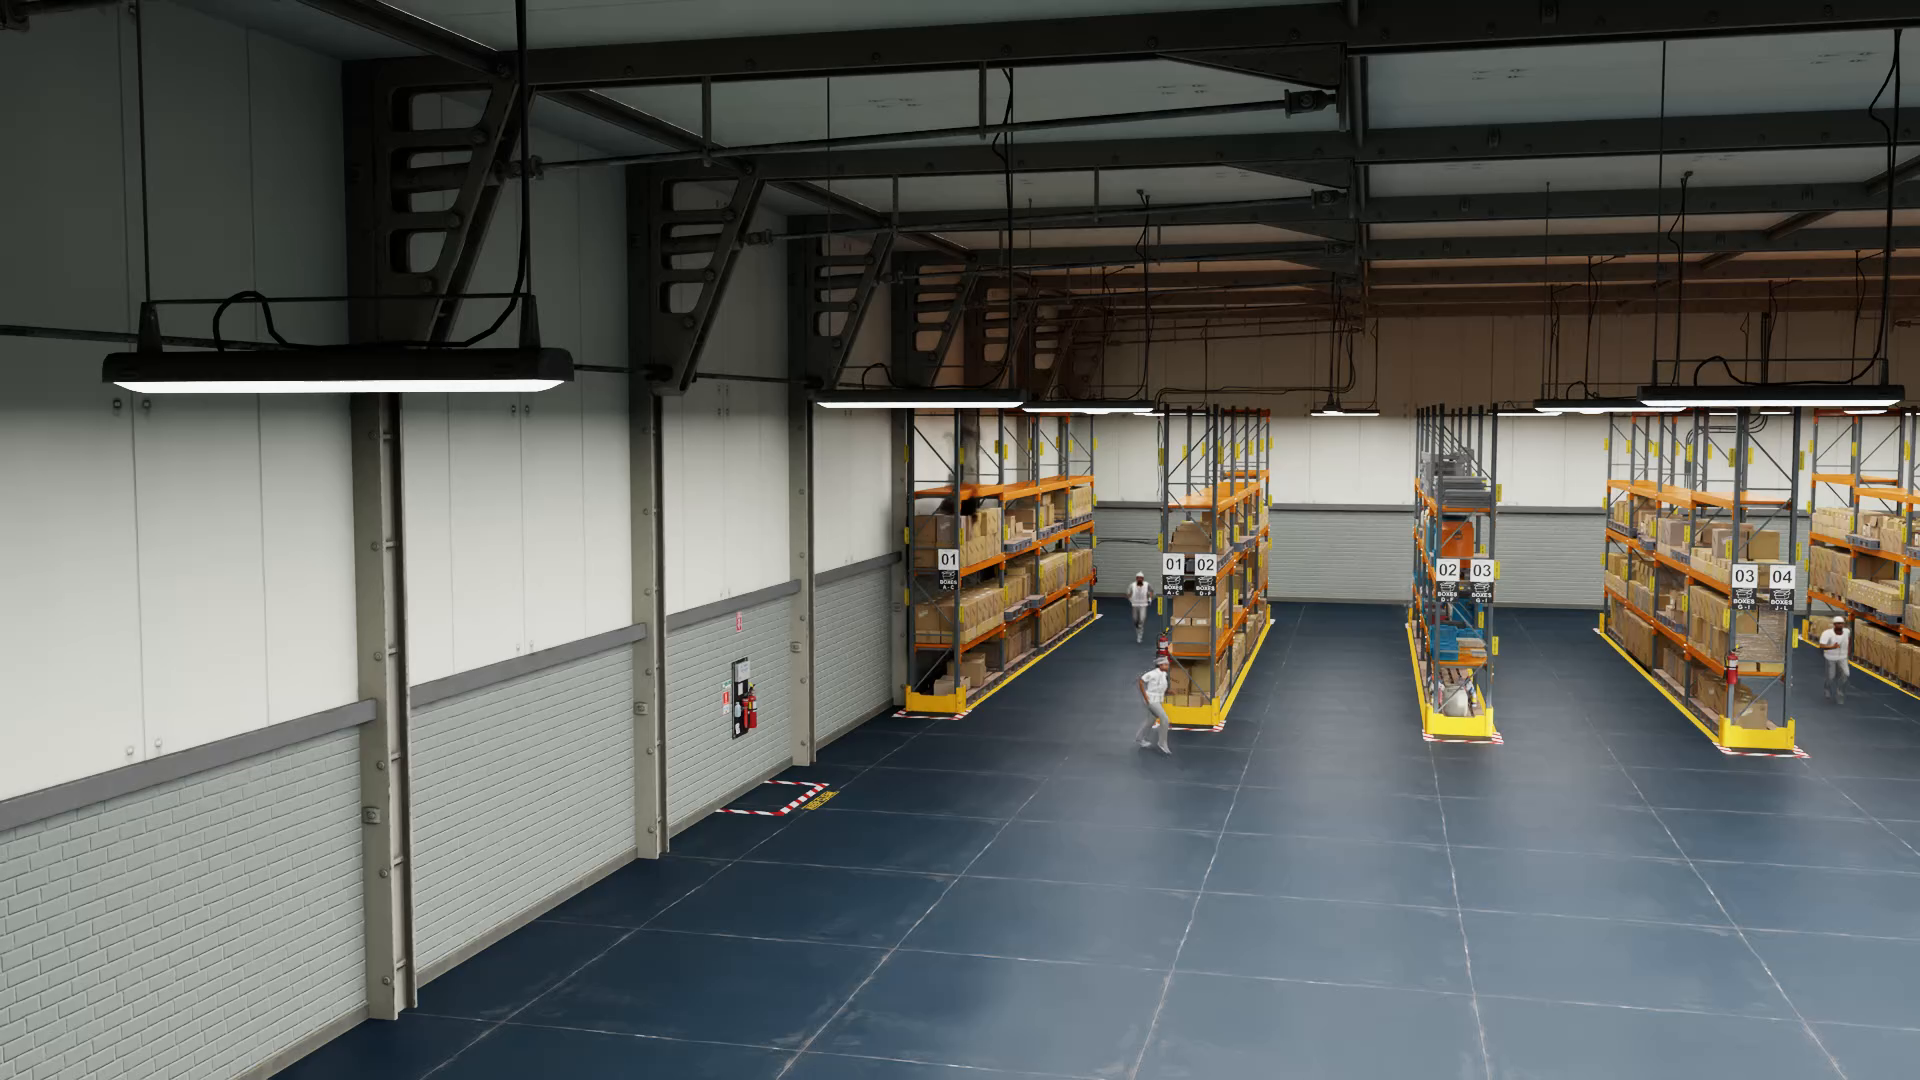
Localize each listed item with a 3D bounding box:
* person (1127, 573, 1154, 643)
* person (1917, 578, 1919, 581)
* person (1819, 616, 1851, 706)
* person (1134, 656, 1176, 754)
[{"bbox_3d":[4.648,1.729,42.972,0.688,1.797,0.903,1,4,9],"label":"person"},{"bbox_3d":[24.212,1.821,41.657,0.692,1.749,0.996,-1,4,-8],"label":"person"},{"bbox_3d":[17.639,2.413,33.498,0.729,1.793,0.839,0,4,3],"label":"person"},{"bbox_3d":[3.324,2.821,28.665,0.794,1.683,0.616,3,5,35],"label":"person"}]
